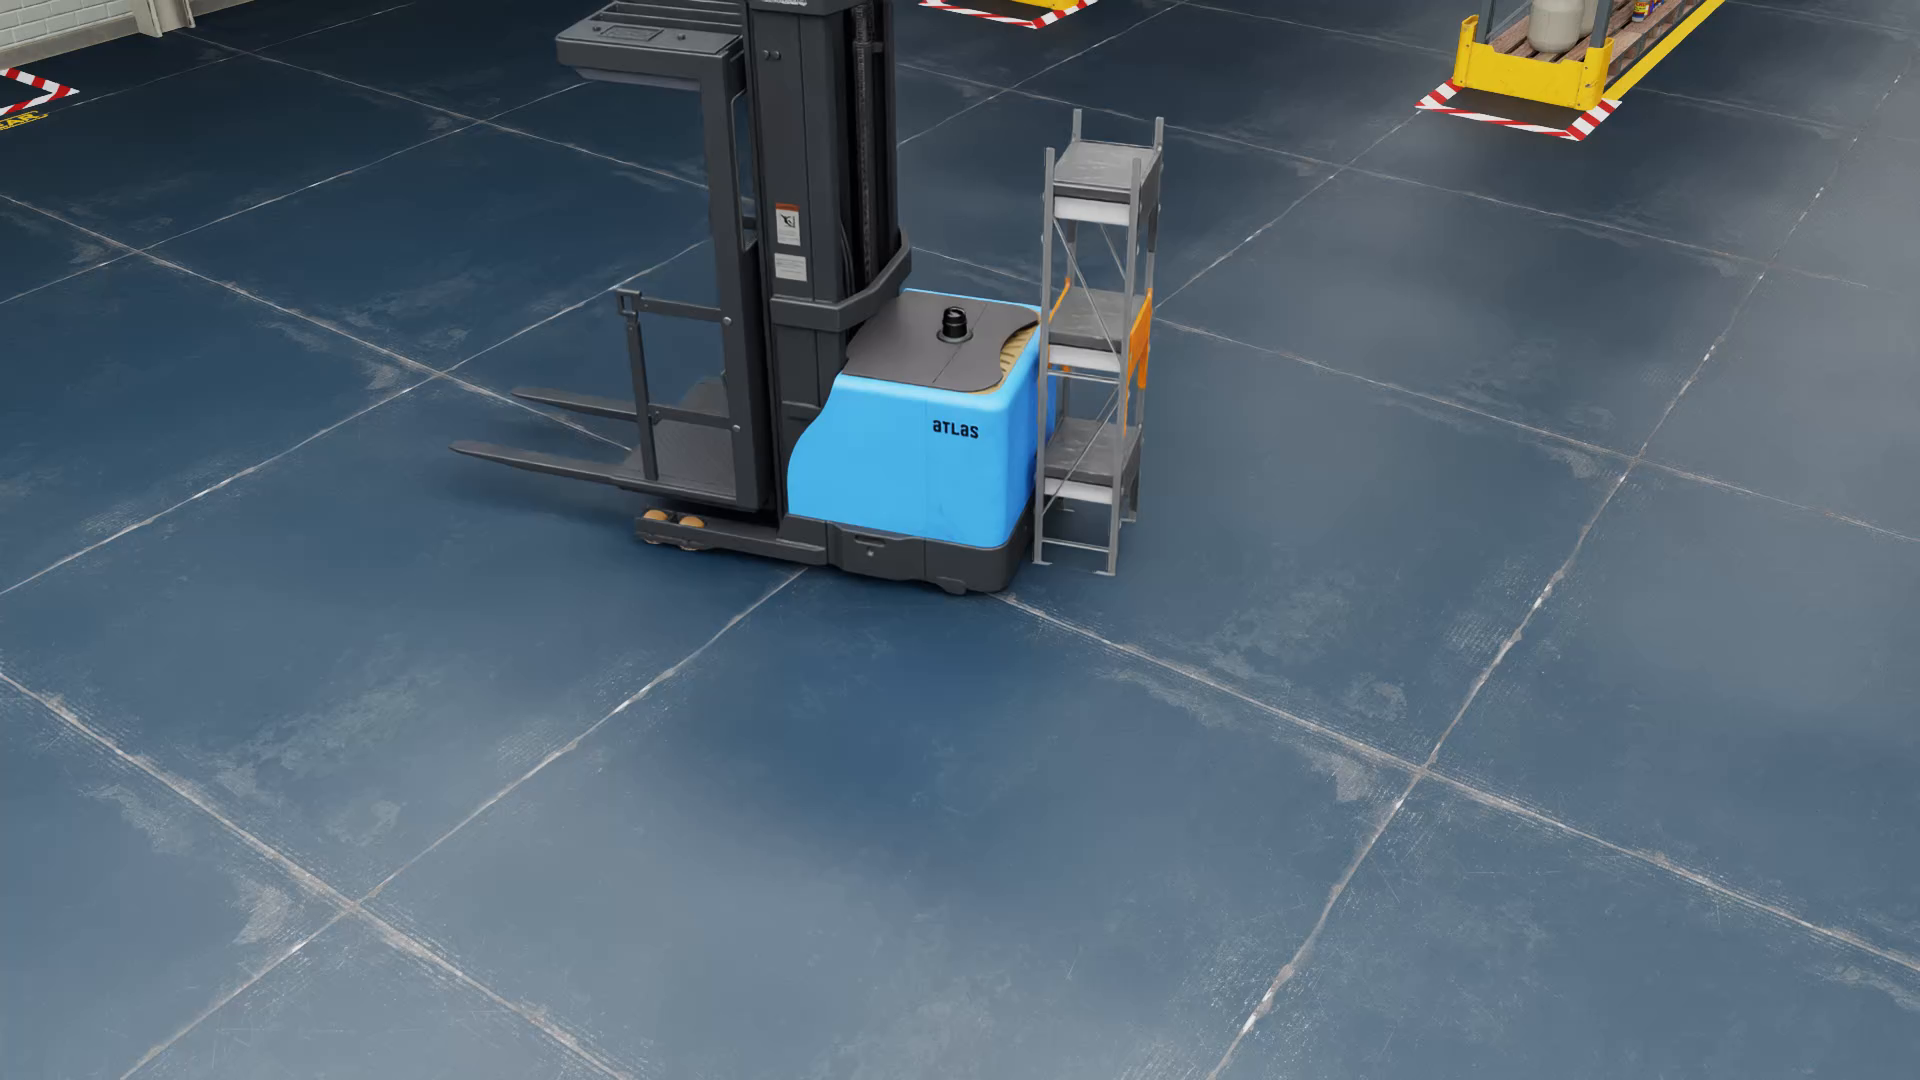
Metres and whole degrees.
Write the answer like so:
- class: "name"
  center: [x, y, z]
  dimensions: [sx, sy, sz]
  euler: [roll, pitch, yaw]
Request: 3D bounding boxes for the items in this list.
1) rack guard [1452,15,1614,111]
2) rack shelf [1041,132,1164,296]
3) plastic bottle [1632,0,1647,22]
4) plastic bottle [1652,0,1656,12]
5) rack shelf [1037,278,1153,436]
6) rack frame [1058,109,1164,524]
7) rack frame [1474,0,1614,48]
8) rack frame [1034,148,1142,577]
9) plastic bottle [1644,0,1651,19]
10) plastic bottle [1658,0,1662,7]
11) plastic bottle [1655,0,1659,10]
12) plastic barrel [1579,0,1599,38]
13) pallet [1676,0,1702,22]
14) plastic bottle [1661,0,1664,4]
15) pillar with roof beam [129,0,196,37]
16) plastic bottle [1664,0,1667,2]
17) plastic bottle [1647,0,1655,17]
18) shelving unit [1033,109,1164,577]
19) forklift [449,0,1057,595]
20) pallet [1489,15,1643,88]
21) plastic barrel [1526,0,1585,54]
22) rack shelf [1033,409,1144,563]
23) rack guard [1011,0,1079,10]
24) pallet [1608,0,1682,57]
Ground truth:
- class: "rack guard"
  center: [4.663, -3.902, 13.574]
  dimensions: [1.175, 0.500, 0.348]
  euler: [21, 39, 28]
- class: "rack shelf"
  center: [0.621, -1.426, 7.259]
  dimensions: [0.431, 0.518, 0.480]
  euler: [9, 35, 14]
- class: "plastic bottle"
  center: [5.948, -4.675, 14.528]
  dimensions: [0.097, 0.271, 0.097]
  euler: [0, 34, 0]
- class: "plastic bottle"
  center: [6.143, -4.833, 14.761]
  dimensions: [0.097, 0.271, 0.097]
  euler: [0, 34, 0]
- class: "rack shelf"
  center: [0.621, -0.846, 7.651]
  dimensions: [0.431, 0.518, 0.480]
  euler: [9, 35, 14]
- class: "rack frame"
  center: [0.691, -0.989, 7.837]
  dimensions: [0.400, 2.100, 0.015]
  euler: [9, 35, 14]
- class: "rack frame"
  center: [4.658, -4.888, 12.800]
  dimensions: [1.000, 3.000, 0.127]
  euler: [21, 39, 28]
- class: "rack frame"
  center: [0.552, -0.727, 7.450]
  dimensions: [0.400, 2.100, 0.015]
  euler: [9, 35, 14]
- class: "plastic bottle"
  center: [6.007, -4.693, 14.618]
  dimensions: [0.097, 0.201, 0.097]
  euler: [0, 34, 0]
- class: "plastic bottle"
  center: [6.257, -4.895, 14.916]
  dimensions: [0.097, 0.201, 0.097]
  euler: [0, 34, 0]
- class: "plastic bottle"
  center: [6.200, -4.879, 14.829]
  dimensions: [0.097, 0.271, 0.097]
  euler: [0, 34, 0]
- class: "plastic barrel"
  center: [5.256, -4.589, 14.205]
  dimensions: [0.421, 0.512, 0.421]
  euler: [0, 34, 0]
- class: "pallet"
  center: [6.522, -5.278, 15.866]
  dimensions: [1.003, 0.211, 1.213]
  euler: [21, 39, 28]
- class: "plastic bottle"
  center: [6.316, -4.972, 14.967]
  dimensions: [0.097, 0.271, 0.097]
  euler: [0, 34, 0]
- class: "pillar with roof beam"
  center: [-3.677, -7.000, 10.567]
  dimensions: [9.100, 9.000, 0.400]
  euler: [21, 39, 28]
- class: "plastic bottle"
  center: [6.374, -4.990, 15.056]
  dimensions: [0.097, 0.201, 0.097]
  euler: [0, 34, 0]
- class: "plastic bottle"
  center: [6.092, -4.778, 14.670]
  dimensions: [0.061, 0.283, 0.133]
  euler: [22, 40, 29]
- class: "shelving unit"
  center: [0.621, -0.858, 7.644]
  dimensions: [0.431, 2.100, 0.503]
  euler: [9, 35, 14]
- class: "forklift"
  center: [-1.089, -1.431, 7.750]
  dimensions: [3.031, 2.935, 1.130]
  euler: [10, 35, 14]
- class: "pallet"
  center: [5.130, -4.155, 14.206]
  dimensions: [1.003, 0.211, 1.213]
  euler: [21, 39, 28]
- class: "plastic barrel"
  center: [4.971, -4.359, 13.863]
  dimensions: [0.421, 0.512, 0.421]
  euler: [0, 34, 0]
- class: "rack shelf"
  center: [0.621, -0.266, 8.044]
  dimensions: [0.431, 0.518, 0.480]
  euler: [9, 35, 14]
- class: "rack guard"
  center: [0.577, -5.425, 15.826]
  dimensions: [1.175, 0.500, 0.348]
  euler: [21, 39, 28]
- class: "pallet"
  center: [5.827, -4.714, 15.032]
  dimensions: [1.003, 0.211, 1.213]
  euler: [21, 39, 28]
